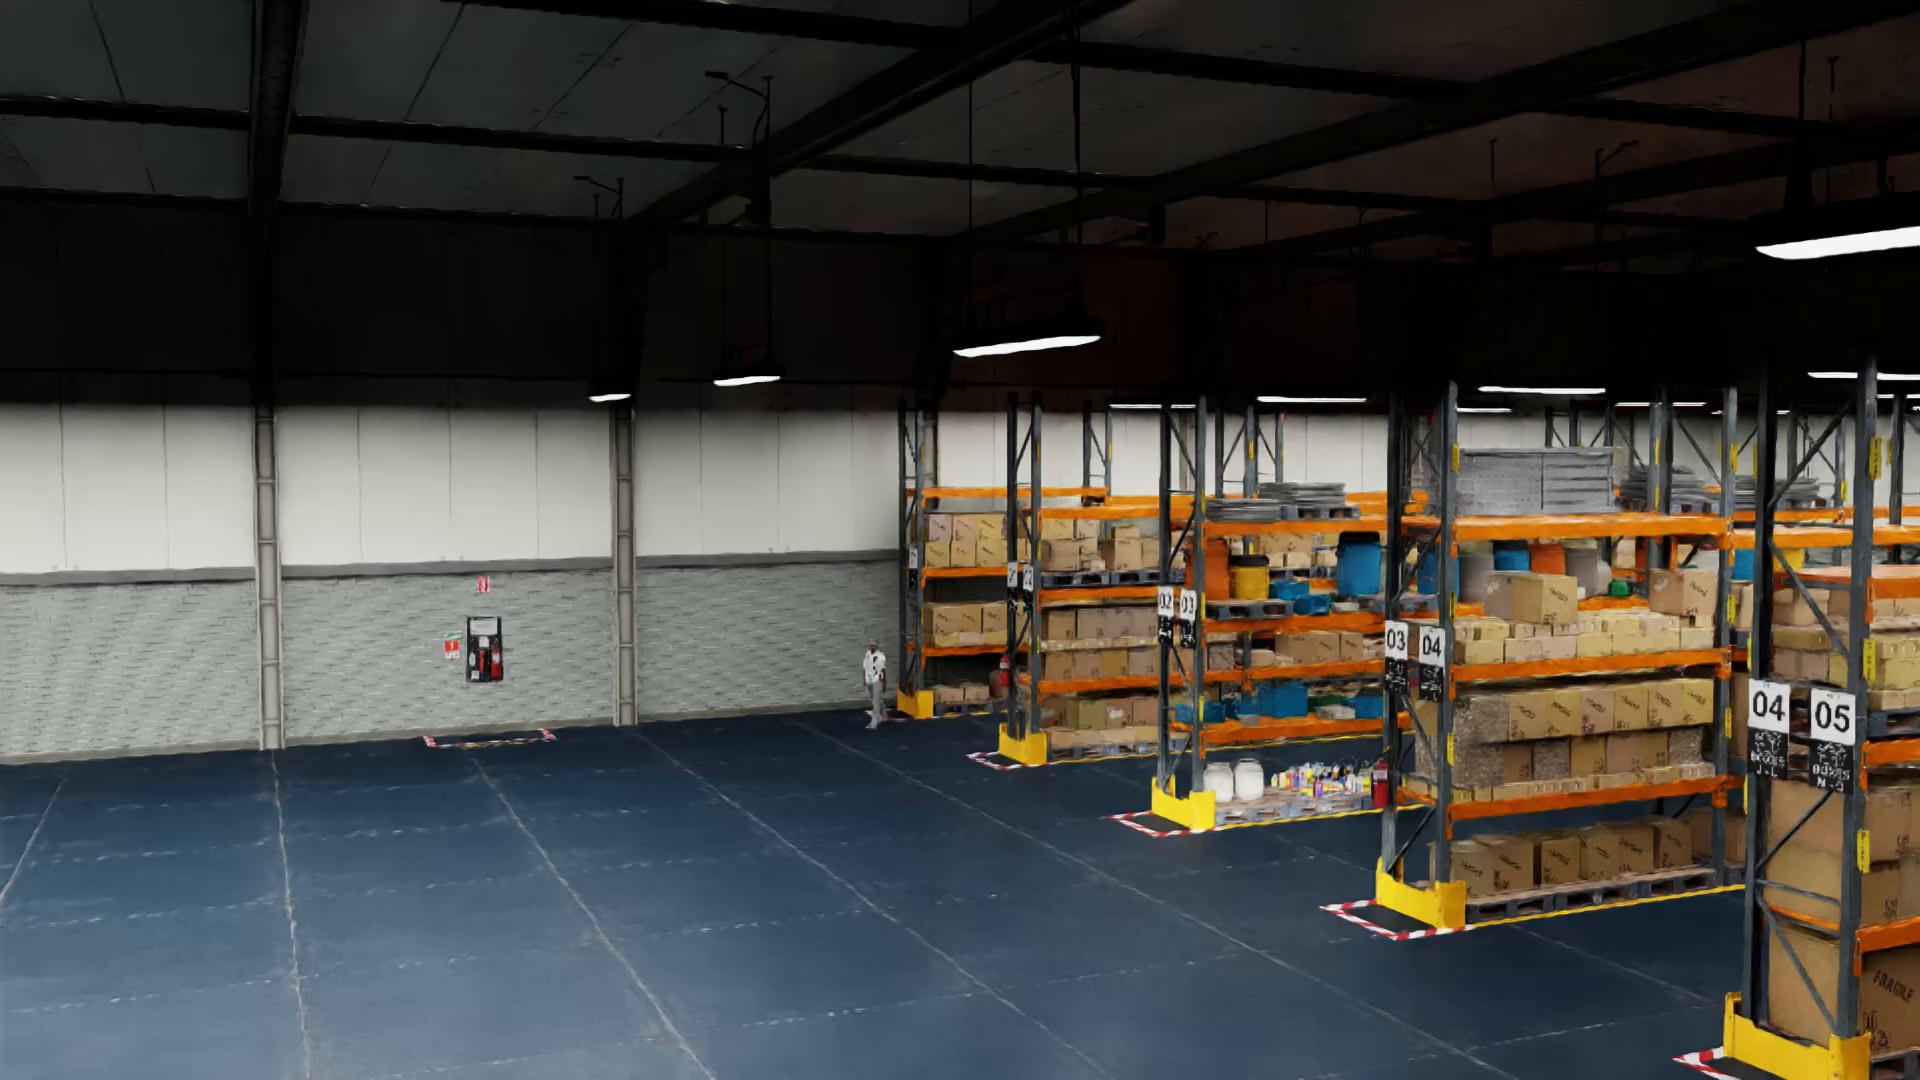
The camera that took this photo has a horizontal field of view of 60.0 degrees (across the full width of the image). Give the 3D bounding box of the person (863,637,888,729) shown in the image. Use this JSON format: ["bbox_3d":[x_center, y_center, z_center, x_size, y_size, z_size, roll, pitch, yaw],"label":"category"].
[{"bbox_3d":[-1.547,2.569,30.193,0.553,1.641,0.915,3,4,40],"label":"person"}]
